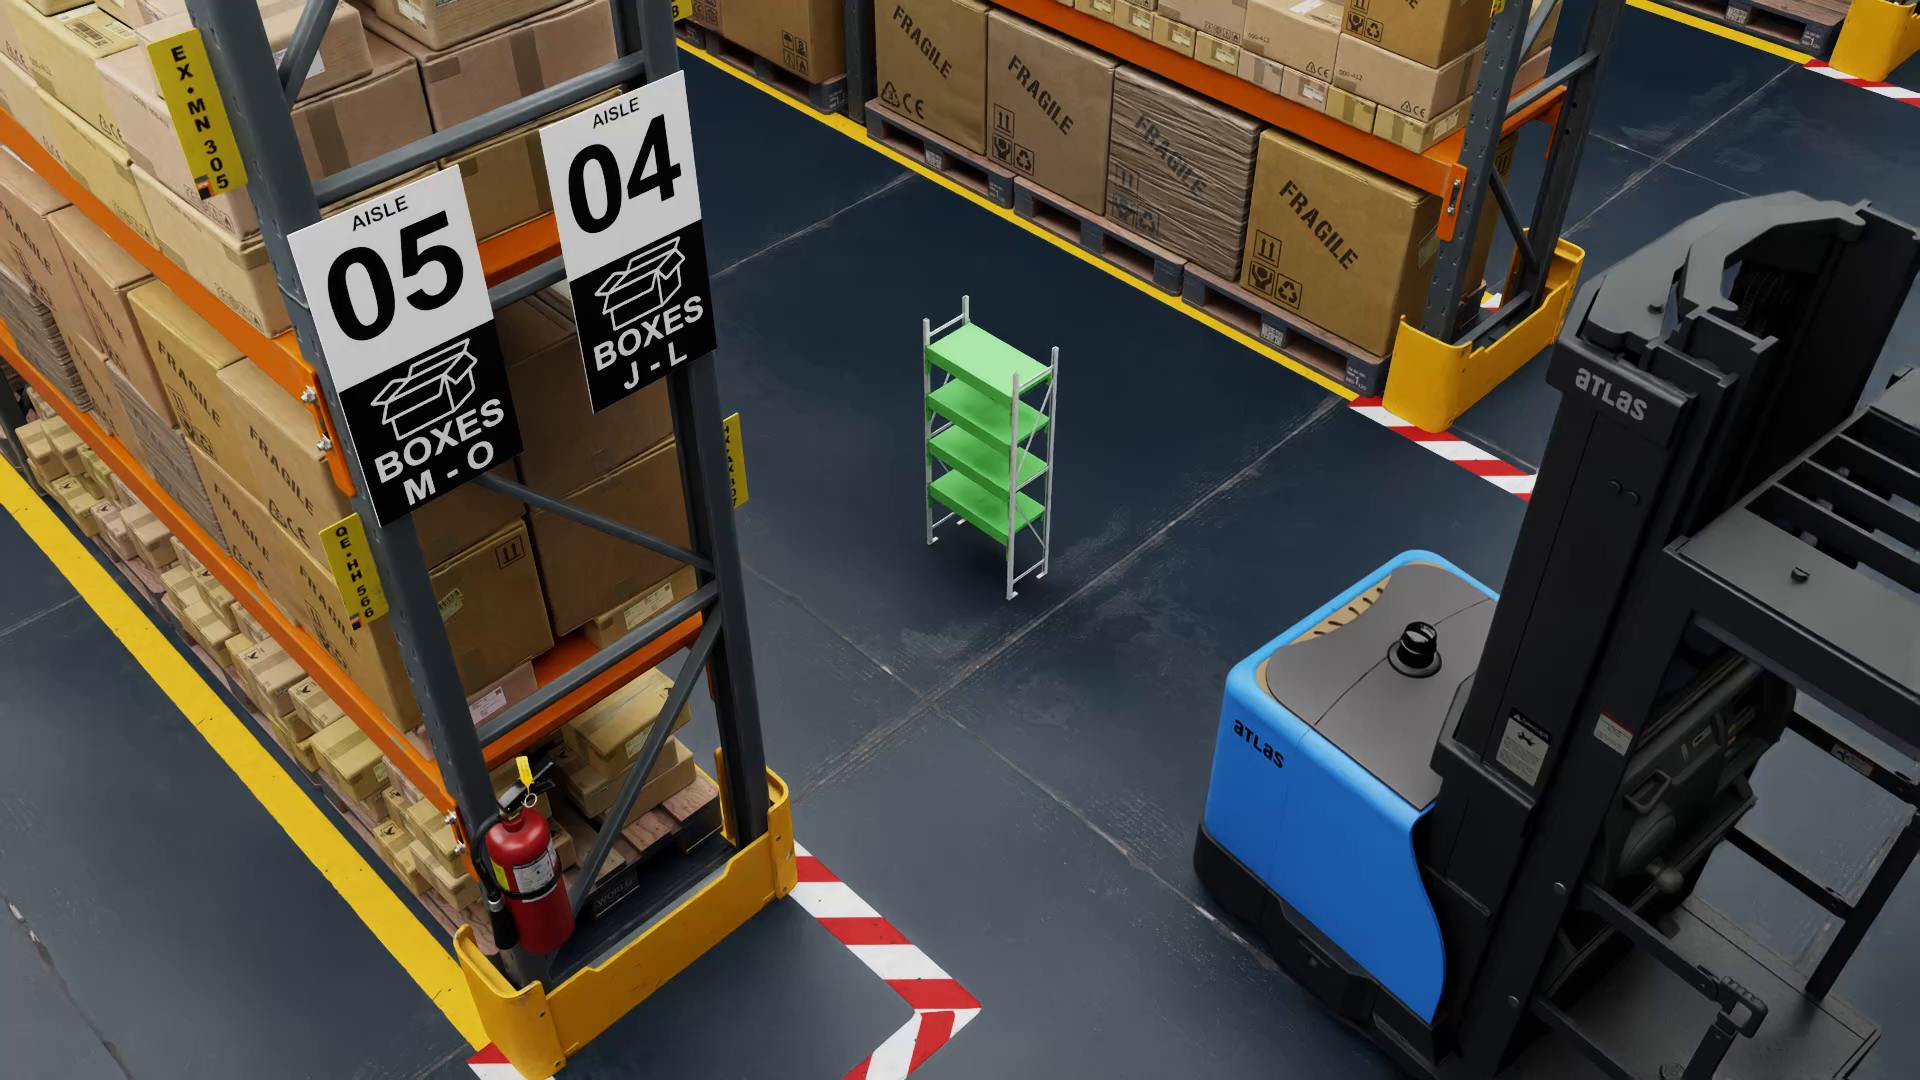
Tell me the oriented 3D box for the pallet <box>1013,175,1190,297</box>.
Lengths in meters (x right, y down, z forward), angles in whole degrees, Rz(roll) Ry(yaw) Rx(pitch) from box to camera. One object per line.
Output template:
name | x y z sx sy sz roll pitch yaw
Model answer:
pallet | 1.064 -1.873 9.239 1.003 0.211 1.213 -34 53 -31

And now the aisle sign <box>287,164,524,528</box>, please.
aisle sign | -1.203 -0.412 3.687 0.394 0.787 0.004 -34 53 -31

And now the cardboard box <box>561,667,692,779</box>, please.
cardboard box | -1.172 0.624 5.835 0.250 0.149 0.380 32 51 30

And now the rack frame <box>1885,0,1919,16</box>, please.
rack frame | 6.048 -4.338 9.852 1.000 3.000 0.127 -34 53 -31

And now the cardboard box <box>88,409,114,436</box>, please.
cardboard box | -2.934 -0.563 5.952 0.380 0.149 0.250 -32 51 -30

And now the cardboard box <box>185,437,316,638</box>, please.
cardboard box | -1.902 -0.124 4.999 0.500 0.500 0.500 33 52 31

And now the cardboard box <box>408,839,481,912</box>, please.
cardboard box | -1.617 1.031 5.614 0.250 0.149 0.380 33 52 30

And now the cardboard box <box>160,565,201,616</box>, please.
cardboard box | -2.898 0.158 6.558 0.250 0.149 0.380 34 52 31

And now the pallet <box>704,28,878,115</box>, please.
pallet | -0.882 -3.197 10.672 1.003 0.211 1.213 -34 53 -31

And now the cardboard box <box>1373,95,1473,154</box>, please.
cardboard box | 2.056 -1.886 7.383 0.380 0.149 0.250 -33 52 -31

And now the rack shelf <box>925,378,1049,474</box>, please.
rack shelf | 0.117 -0.490 6.755 0.258 0.148 0.480 -34 53 -31

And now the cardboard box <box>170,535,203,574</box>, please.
cardboard box | -2.831 0.007 6.502 0.250 0.149 0.380 32 51 30

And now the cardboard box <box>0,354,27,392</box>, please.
cardboard box | -4.568 -1.029 7.803 0.500 0.500 0.500 33 52 31

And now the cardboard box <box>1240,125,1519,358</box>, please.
cardboard box | 2.032 -1.608 8.153 0.875 0.875 0.875 -34 53 -31

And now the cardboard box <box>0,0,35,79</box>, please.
cardboard box | -2.269 -1.458 4.267 0.500 0.250 0.500 -33 52 -31

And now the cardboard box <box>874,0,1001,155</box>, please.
cardboard box | 0.126 -2.905 9.557 0.875 0.875 0.875 -34 53 -31

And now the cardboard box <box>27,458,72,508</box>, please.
cardboard box | -3.837 -0.336 7.312 0.250 0.149 0.380 32 51 30

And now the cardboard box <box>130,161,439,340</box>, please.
cardboard box | -1.551 -0.774 3.895 0.500 0.250 0.500 33 52 31

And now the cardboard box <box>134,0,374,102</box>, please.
cardboard box | -1.485 -1.031 3.511 0.250 0.149 0.380 34 52 31

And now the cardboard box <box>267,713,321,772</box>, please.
cardboard box | -2.349 0.656 6.239 0.250 0.149 0.380 32 51 30

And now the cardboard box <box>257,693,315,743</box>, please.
cardboard box | -2.360 0.539 6.145 0.380 0.149 0.250 -33 52 -31

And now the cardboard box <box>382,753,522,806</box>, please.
cardboard box | -1.732 0.757 5.691 0.380 0.149 0.250 -33 52 -31

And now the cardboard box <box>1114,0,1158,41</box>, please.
cardboard box | 0.977 -2.620 8.178 0.380 0.149 0.250 -33 52 -31

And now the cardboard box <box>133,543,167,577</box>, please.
cardboard box | -3.222 -0.016 6.965 0.250 0.149 0.380 33 52 31

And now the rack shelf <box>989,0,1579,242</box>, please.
rack shelf | 1.129 -2.661 8.567 1.077 0.370 4.000 -34 53 -31

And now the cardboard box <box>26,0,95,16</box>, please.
cardboard box | -2.035 -1.395 3.905 0.380 0.149 0.250 -33 52 -31

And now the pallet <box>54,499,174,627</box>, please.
pallet | -3.368 -0.228 7.459 1.003 0.211 1.213 -34 53 -31

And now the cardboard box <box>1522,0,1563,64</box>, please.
cardboard box | 2.393 -2.379 7.623 0.500 0.250 0.500 33 52 30

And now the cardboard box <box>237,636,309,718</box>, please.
cardboard box | -2.372 0.437 6.038 0.380 0.149 0.250 -32 52 -30

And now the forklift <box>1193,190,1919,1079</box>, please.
forklift | 2.167 0.699 4.451 1.130 2.935 3.031 -29 50 -28

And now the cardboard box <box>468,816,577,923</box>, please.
cardboard box | -1.562 1.104 5.754 0.380 0.149 0.250 -33 52 -31

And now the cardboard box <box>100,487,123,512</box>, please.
cardboard box | -3.398 -0.268 7.020 0.250 0.149 0.380 34 52 31

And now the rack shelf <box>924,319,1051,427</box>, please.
rack shelf | 0.117 -0.667 6.592 0.258 0.148 0.480 -34 53 -31

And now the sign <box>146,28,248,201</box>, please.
sign | -1.449 -0.806 3.167 0.100 0.325 0.005 -34 53 -31

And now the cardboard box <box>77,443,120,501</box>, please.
cardboard box | -3.404 -0.360 6.900 0.250 0.149 0.380 33 52 31

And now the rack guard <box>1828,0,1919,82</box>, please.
rack guard | 6.074 -3.415 10.695 1.175 0.500 0.348 -34 53 -31

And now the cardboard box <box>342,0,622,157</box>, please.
cardboard box | -1.175 -1.206 3.995 0.500 0.250 0.500 -33 52 -31

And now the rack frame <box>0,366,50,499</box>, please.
rack frame | -3.867 -1.558 6.843 1.000 3.000 0.127 -34 53 -31

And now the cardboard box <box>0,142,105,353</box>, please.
cardboard box | -2.649 -0.991 5.200 0.500 0.500 0.500 32 52 30

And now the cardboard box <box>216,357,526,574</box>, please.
cardboard box | -1.541 -0.250 4.398 0.500 0.500 0.500 33 52 31

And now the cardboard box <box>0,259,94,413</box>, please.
cardboard box | -3.011 -0.852 5.786 0.500 0.500 0.500 33 52 31

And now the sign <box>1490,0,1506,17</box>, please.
sign | 2.147 -2.223 6.536 0.100 0.325 0.005 -34 53 -31

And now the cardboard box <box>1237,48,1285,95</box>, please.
cardboard box | 1.519 -2.252 7.779 0.380 0.149 0.250 -33 52 -31

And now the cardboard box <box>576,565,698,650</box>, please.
cardboard box | -1.039 0.144 5.187 0.250 0.149 0.380 34 52 31

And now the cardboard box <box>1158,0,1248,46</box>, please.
cardboard box | 1.293 -2.613 7.876 0.500 0.250 0.500 32 52 30

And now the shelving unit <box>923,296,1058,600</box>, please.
shelving unit | 0.117 -0.361 6.874 0.258 1.200 0.503 -34 53 -31
